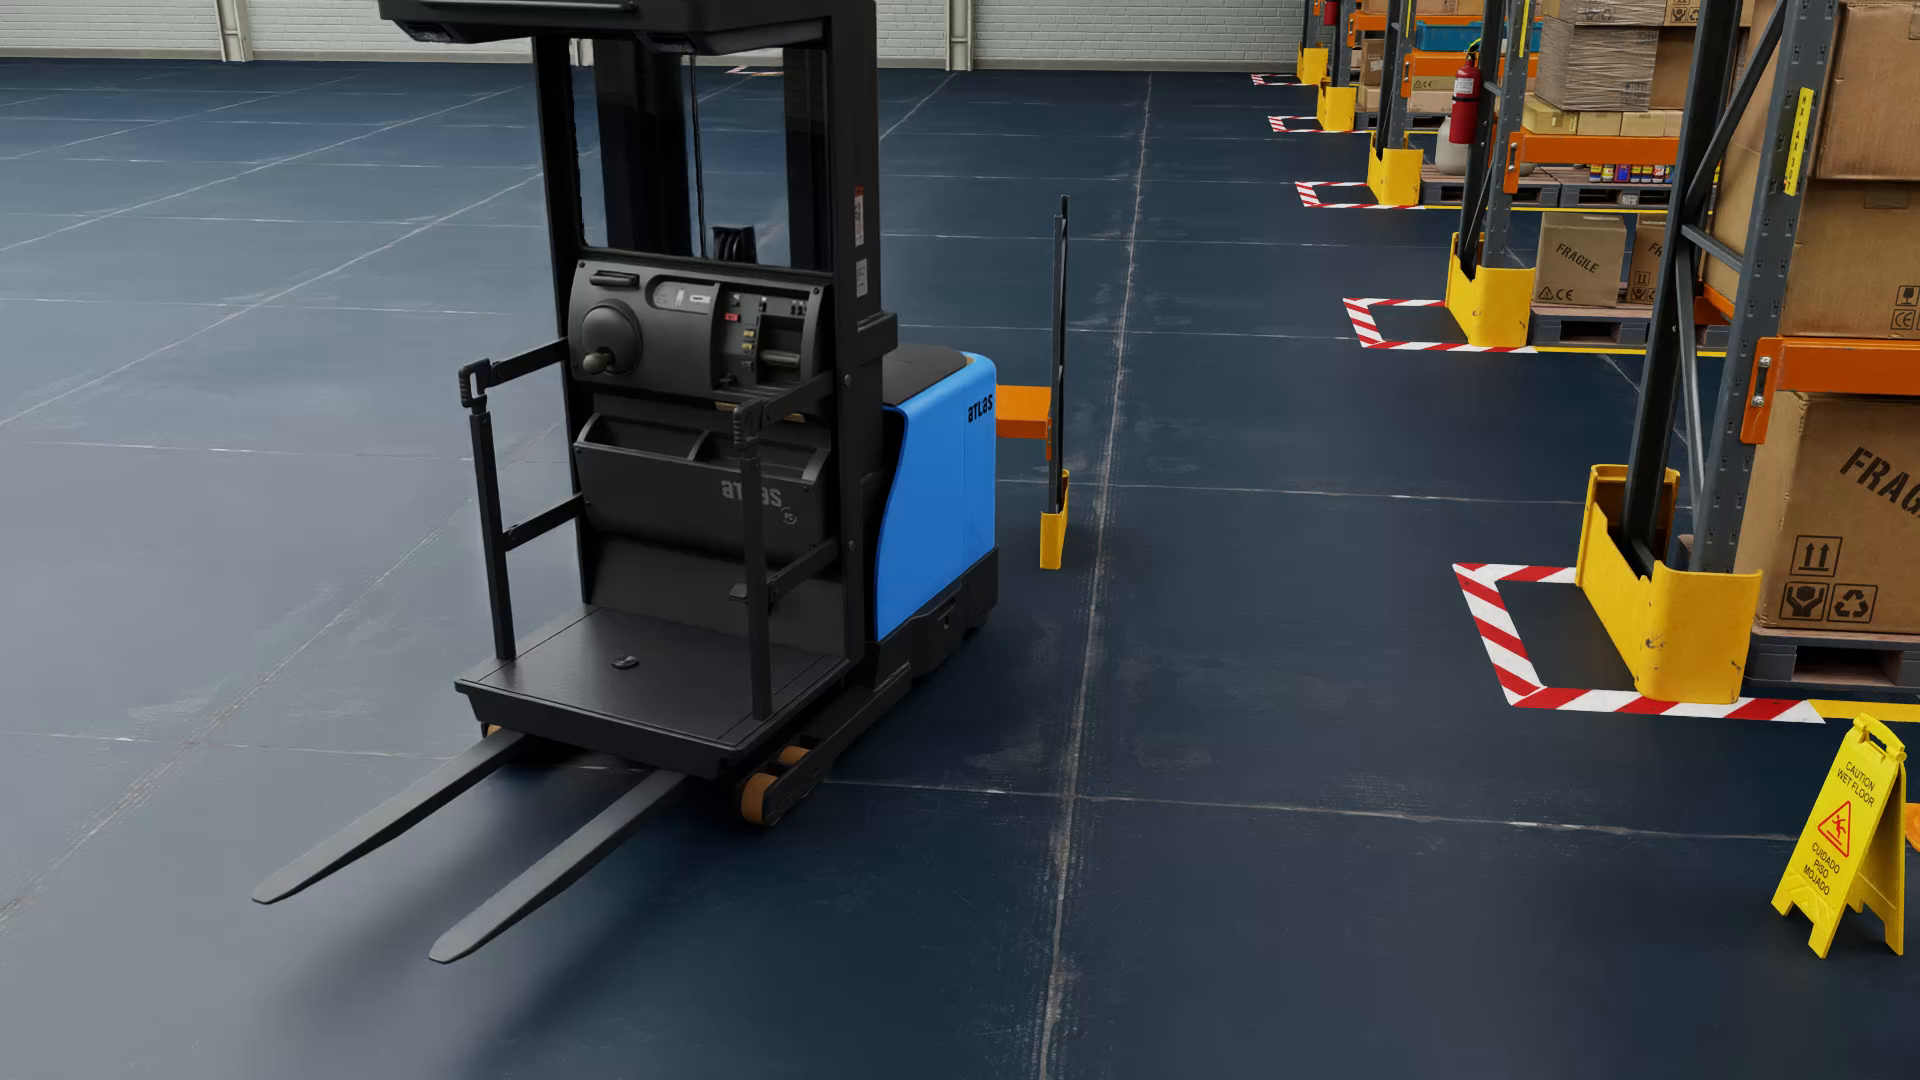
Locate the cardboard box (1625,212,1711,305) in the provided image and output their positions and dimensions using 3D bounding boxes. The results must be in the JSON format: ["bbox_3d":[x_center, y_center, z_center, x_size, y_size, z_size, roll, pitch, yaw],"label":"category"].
[{"bbox_3d":[4.622,-1.816,10.781,0.500,0.500,0.500,8,23,20],"label":"cardboard box"}]

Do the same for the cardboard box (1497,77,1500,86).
[{"bbox_3d":[6.077,-5.569,19.595,0.500,0.500,0.500,2,22,6],"label":"cardboard box"}]

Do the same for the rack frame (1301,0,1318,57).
[{"bbox_3d":[5.155,-8.255,24.239,0.127,3.000,1.000,2,22,6],"label":"rack frame"}]

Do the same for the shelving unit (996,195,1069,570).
[{"bbox_3d":[-0.076,-0.701,7.172,1.083,1.500,0.587,2,22,6],"label":"shelving unit"}]

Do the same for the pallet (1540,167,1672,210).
[{"bbox_3d":[6.084,-3.264,15.408,1.213,0.211,1.003,2,22,6],"label":"pallet"}]

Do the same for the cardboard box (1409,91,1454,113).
[{"bbox_3d":[5.579,-5.238,19.777,0.500,0.250,0.500,2,22,6],"label":"cardboard box"}]

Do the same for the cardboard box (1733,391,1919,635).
[{"bbox_3d":[3.403,-0.225,6.247,0.875,0.875,0.875,3,22,7],"label":"cardboard box"}]

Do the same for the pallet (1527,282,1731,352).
[{"bbox_3d":[4.284,-1.481,10.899,1.213,0.211,1.003,2,22,6],"label":"pallet"}]

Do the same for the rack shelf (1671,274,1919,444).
[{"bbox_3d":[4.708,-0.602,5.860,4.000,0.370,1.077,2,22,6],"label":"rack shelf"}]

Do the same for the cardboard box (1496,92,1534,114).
[{"bbox_3d":[6.571,-5.193,19.663,0.500,0.250,0.500,2,22,6],"label":"cardboard box"}]

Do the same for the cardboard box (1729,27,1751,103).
[{"bbox_3d":[4.951,-2.965,10.319,0.500,0.500,0.875,2,22,6],"label":"cardboard box"}]

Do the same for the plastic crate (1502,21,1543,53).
[{"bbox_3d":[5.165,-4.626,15.263,0.408,0.251,0.499,2,22,6],"label":"plastic crate"}]

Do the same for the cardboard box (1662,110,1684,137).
[{"bbox_3d":[4.404,-2.576,10.216,0.250,0.149,0.380,2,22,6],"label":"cardboard box"}]

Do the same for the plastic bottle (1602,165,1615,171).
[{"bbox_3d":[6.099,-3.600,15.561,0.133,0.283,0.061,2,22,6],"label":"plastic bottle"}]

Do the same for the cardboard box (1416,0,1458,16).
[{"bbox_3d":[5.560,-6.446,19.530,0.500,0.500,0.700,3,22,8],"label":"cardboard box"}]

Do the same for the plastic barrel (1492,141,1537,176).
[{"bbox_3d":[5.149,-3.654,15.414,0.421,0.512,0.421,0,22,0],"label":"plastic barrel"}]

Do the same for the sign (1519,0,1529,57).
[{"bbox_3d":[3.342,-3.034,9.856,0.005,0.325,0.100,2,22,6],"label":"sign"}]

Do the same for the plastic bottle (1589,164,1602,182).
[{"bbox_3d":[5.753,-3.381,15.025,0.097,0.271,0.097,0,22,0],"label":"plastic bottle"}]

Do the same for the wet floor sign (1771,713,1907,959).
[{"bbox_3d":[2.460,0.794,4.554,0.232,0.644,0.267,-1,22,-3],"label":"wet floor sign"}]

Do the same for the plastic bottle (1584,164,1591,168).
[{"bbox_3d":[5.982,-3.661,15.717,0.133,0.283,0.061,3,22,8],"label":"plastic bottle"}]

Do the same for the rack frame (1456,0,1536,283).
[{"bbox_3d":[3.406,-2.829,10.516,0.127,3.000,1.000,2,22,6],"label":"rack frame"}]

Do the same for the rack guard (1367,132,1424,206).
[{"bbox_3d":[4.070,-3.489,15.585,0.348,0.500,1.175,2,22,6],"label":"rack guard"}]

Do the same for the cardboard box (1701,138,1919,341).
[{"bbox_3d":[3.096,-1.093,5.920,0.550,0.550,0.875,2,22,6],"label":"cardboard box"}]

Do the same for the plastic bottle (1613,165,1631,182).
[{"bbox_3d":[5.975,-3.370,14.981,0.133,0.283,0.061,3,22,7],"label":"plastic bottle"}]

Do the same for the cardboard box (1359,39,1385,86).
[{"bbox_3d":[5.143,-5.797,20.171,0.500,0.500,0.500,2,22,6],"label":"cardboard box"}]

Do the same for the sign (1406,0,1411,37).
[{"bbox_3d":[3.920,-4.566,14.532,0.005,0.325,0.100,2,22,6],"label":"sign"}]

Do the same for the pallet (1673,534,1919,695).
[{"bbox_3d":[3.525,0.280,6.444,1.213,0.211,1.003,2,22,6],"label":"pallet"}]

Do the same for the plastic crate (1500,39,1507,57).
[{"bbox_3d":[4.840,-4.359,14.744,0.250,0.136,0.298,2,22,6],"label":"plastic crate"}]

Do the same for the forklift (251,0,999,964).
[{"bbox_3d":[-0.937,-0.653,5.104,1.130,2.935,3.031,10,24,24],"label":"forklift"}]

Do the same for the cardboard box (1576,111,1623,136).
[{"bbox_3d":[3.907,-2.595,10.266,0.250,0.149,0.380,2,22,6],"label":"cardboard box"}]

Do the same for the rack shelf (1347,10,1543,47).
[{"bbox_3d":[6.562,-6.025,19.578,4.000,0.370,1.077,2,22,6],"label":"rack shelf"}]

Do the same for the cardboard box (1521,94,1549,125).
[{"bbox_3d":[3.713,-2.775,10.722,0.250,0.149,0.380,2,22,6],"label":"cardboard box"}]

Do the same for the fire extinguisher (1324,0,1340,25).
[{"bbox_3d":[4.513,-6.585,20.120,0.183,0.674,0.296,2,22,6],"label":"fire extinguisher"}]

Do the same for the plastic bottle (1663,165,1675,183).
[{"bbox_3d":[6.394,-3.353,14.954,0.097,0.271,0.097,0,22,0],"label":"plastic bottle"}]

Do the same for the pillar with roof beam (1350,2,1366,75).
[{"bbox_3d":[5.445,-9.758,19.883,0.400,9.000,9.100,2,22,6],"label":"pillar with roof beam"}]

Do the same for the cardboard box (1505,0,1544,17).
[{"bbox_3d":[6.575,-6.401,19.416,0.500,0.500,0.700,3,22,8],"label":"cardboard box"}]

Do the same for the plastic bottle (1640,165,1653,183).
[{"bbox_3d":[6.192,-3.362,14.976,0.097,0.271,0.097,0,22,0],"label":"plastic bottle"}]

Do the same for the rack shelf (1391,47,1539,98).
[{"bbox_3d":[5.975,-4.216,15.004,4.000,0.370,1.077,2,22,6],"label":"rack shelf"}]

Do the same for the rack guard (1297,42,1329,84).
[{"bbox_3d":[5.230,-7.089,24.691,0.348,0.500,1.175,2,22,6],"label":"rack guard"}]

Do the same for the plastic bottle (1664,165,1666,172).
[{"bbox_3d":[6.606,-3.560,15.471,0.135,0.276,0.152,2,22,6],"label":"plastic bottle"}]

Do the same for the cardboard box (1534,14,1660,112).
[{"bbox_3d":[3.949,-2.980,10.358,0.500,0.500,0.875,2,22,6],"label":"cardboard box"}]

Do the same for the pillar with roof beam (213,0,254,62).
[{"bbox_3d":[-12.430,-10.537,21.853,0.400,9.000,9.100,2,22,6],"label":"pillar with roof beam"}]

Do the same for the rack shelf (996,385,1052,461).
[{"bbox_3d":[-0.085,-0.534,7.240,1.000,0.185,0.538,2,22,6],"label":"rack shelf"}]

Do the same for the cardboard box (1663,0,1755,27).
[{"bbox_3d":[4.416,-3.331,9.886,0.500,0.500,0.500,2,22,6],"label":"cardboard box"}]
